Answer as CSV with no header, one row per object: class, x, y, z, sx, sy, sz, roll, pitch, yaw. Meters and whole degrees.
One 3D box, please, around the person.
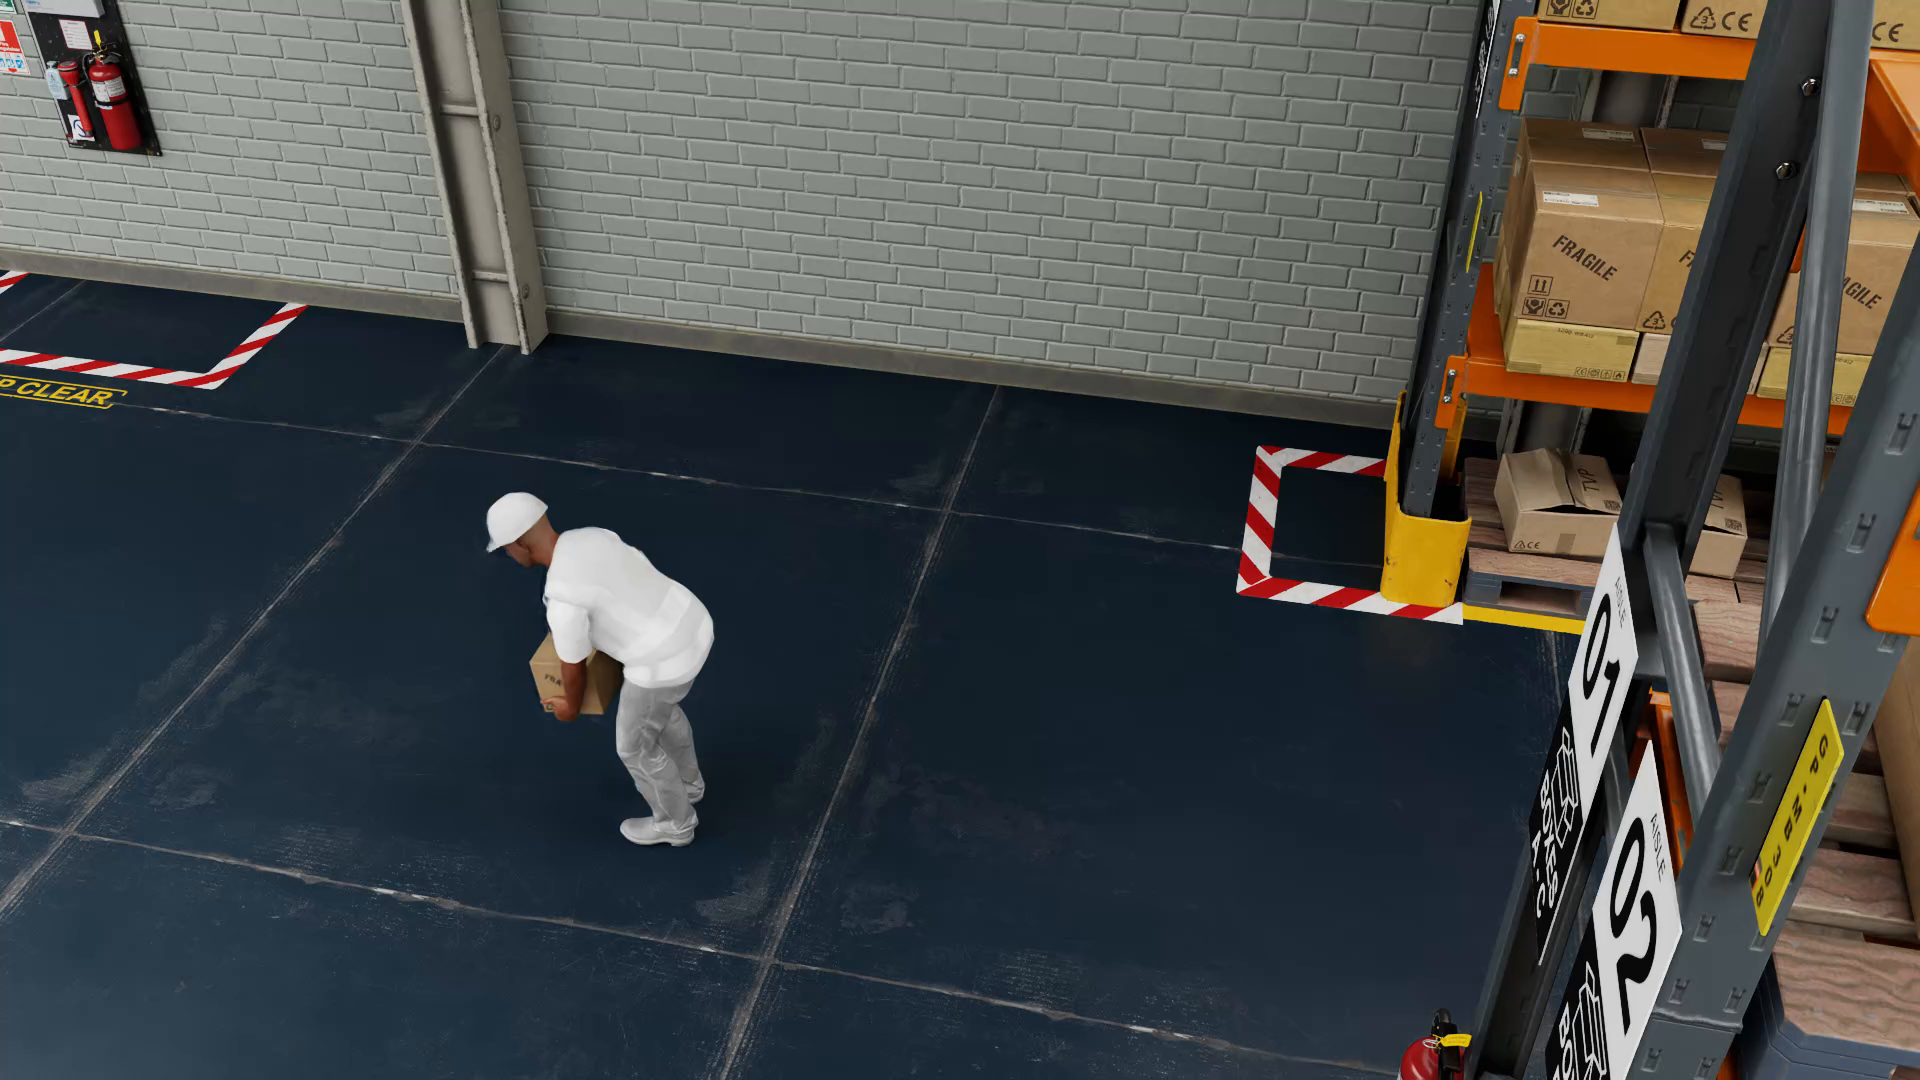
person,-1.355,0.495,6.451,0.799,1.554,0.477,7,37,9
